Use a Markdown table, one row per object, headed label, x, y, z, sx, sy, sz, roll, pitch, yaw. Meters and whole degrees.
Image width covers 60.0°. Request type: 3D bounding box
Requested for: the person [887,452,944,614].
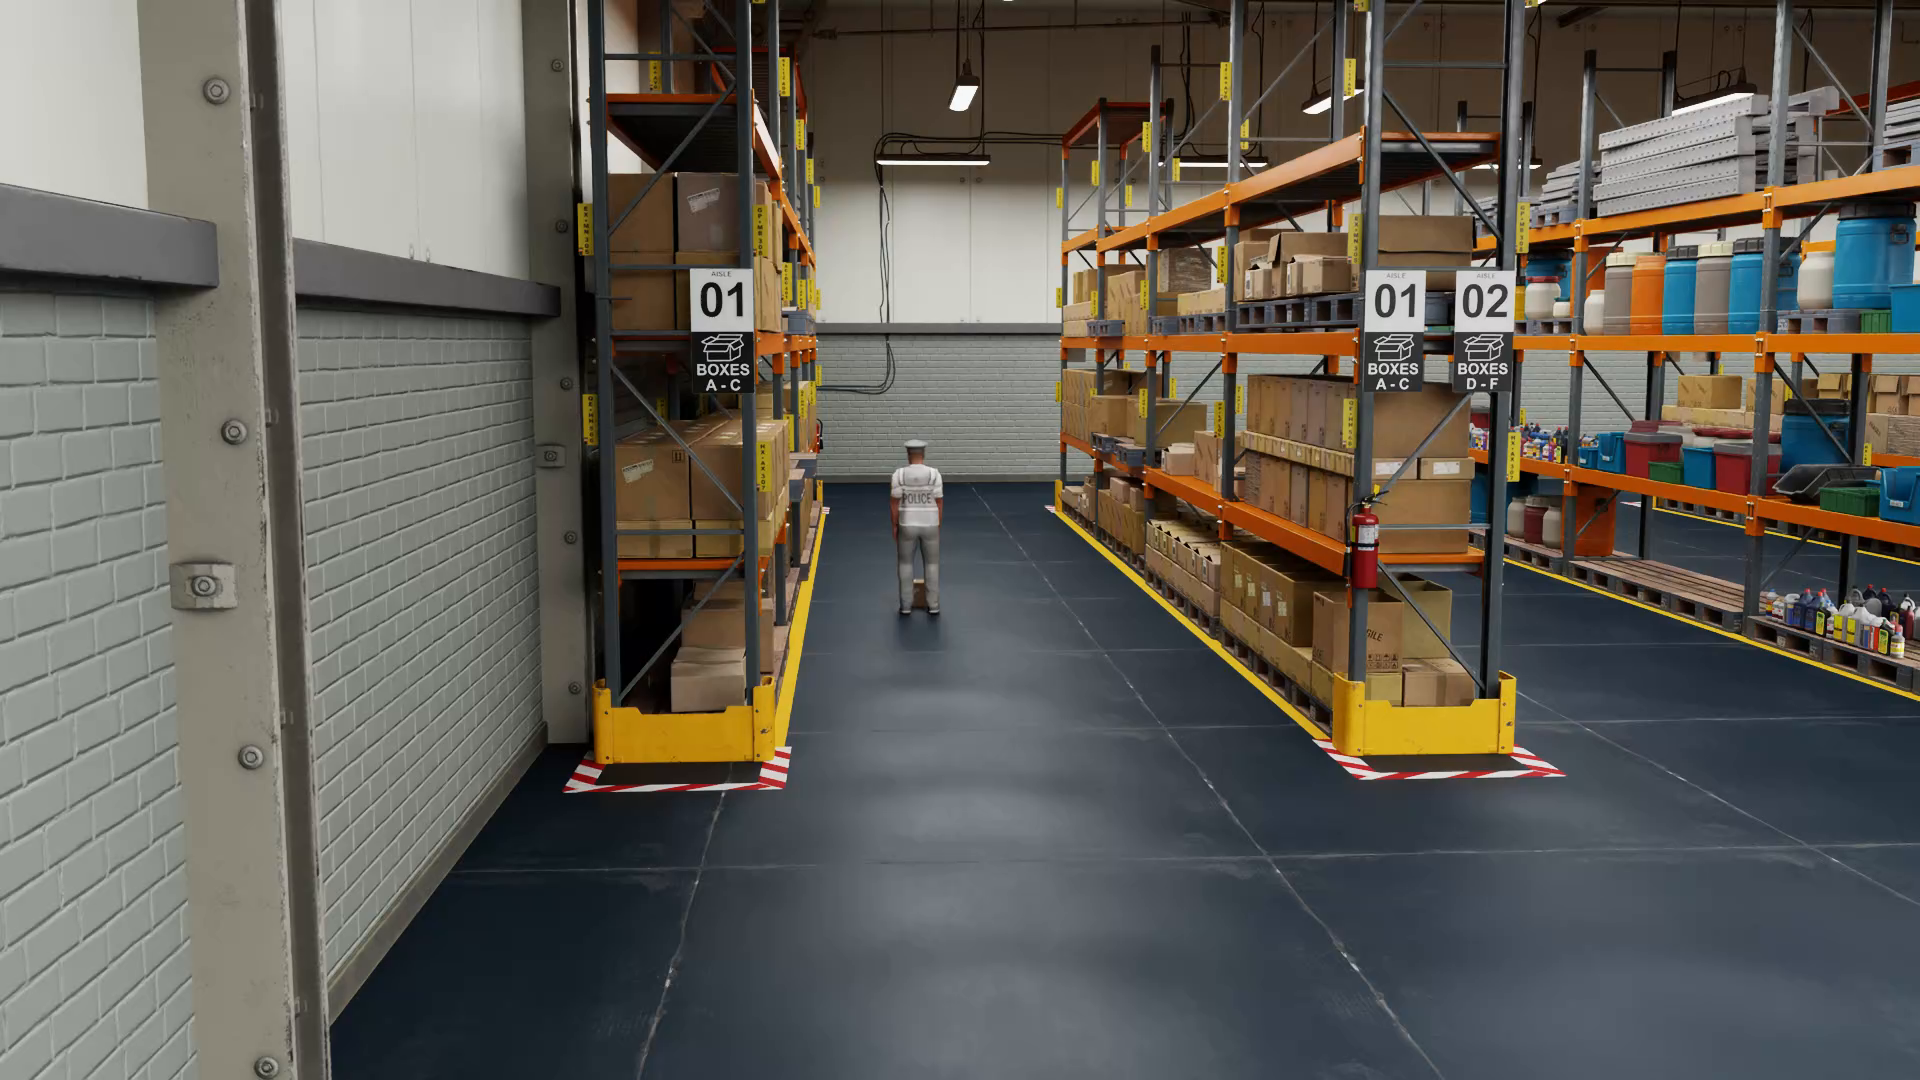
| label | x | y | z | sx | sy | sz | roll | pitch | yaw |
| --- | --- | --- | --- | --- | --- | --- | --- | --- | --- |
| person | -0.452 | -0.068 | 16.841 | 0.575 | 1.633 | 0.609 | 0 | 7 | -3 |
